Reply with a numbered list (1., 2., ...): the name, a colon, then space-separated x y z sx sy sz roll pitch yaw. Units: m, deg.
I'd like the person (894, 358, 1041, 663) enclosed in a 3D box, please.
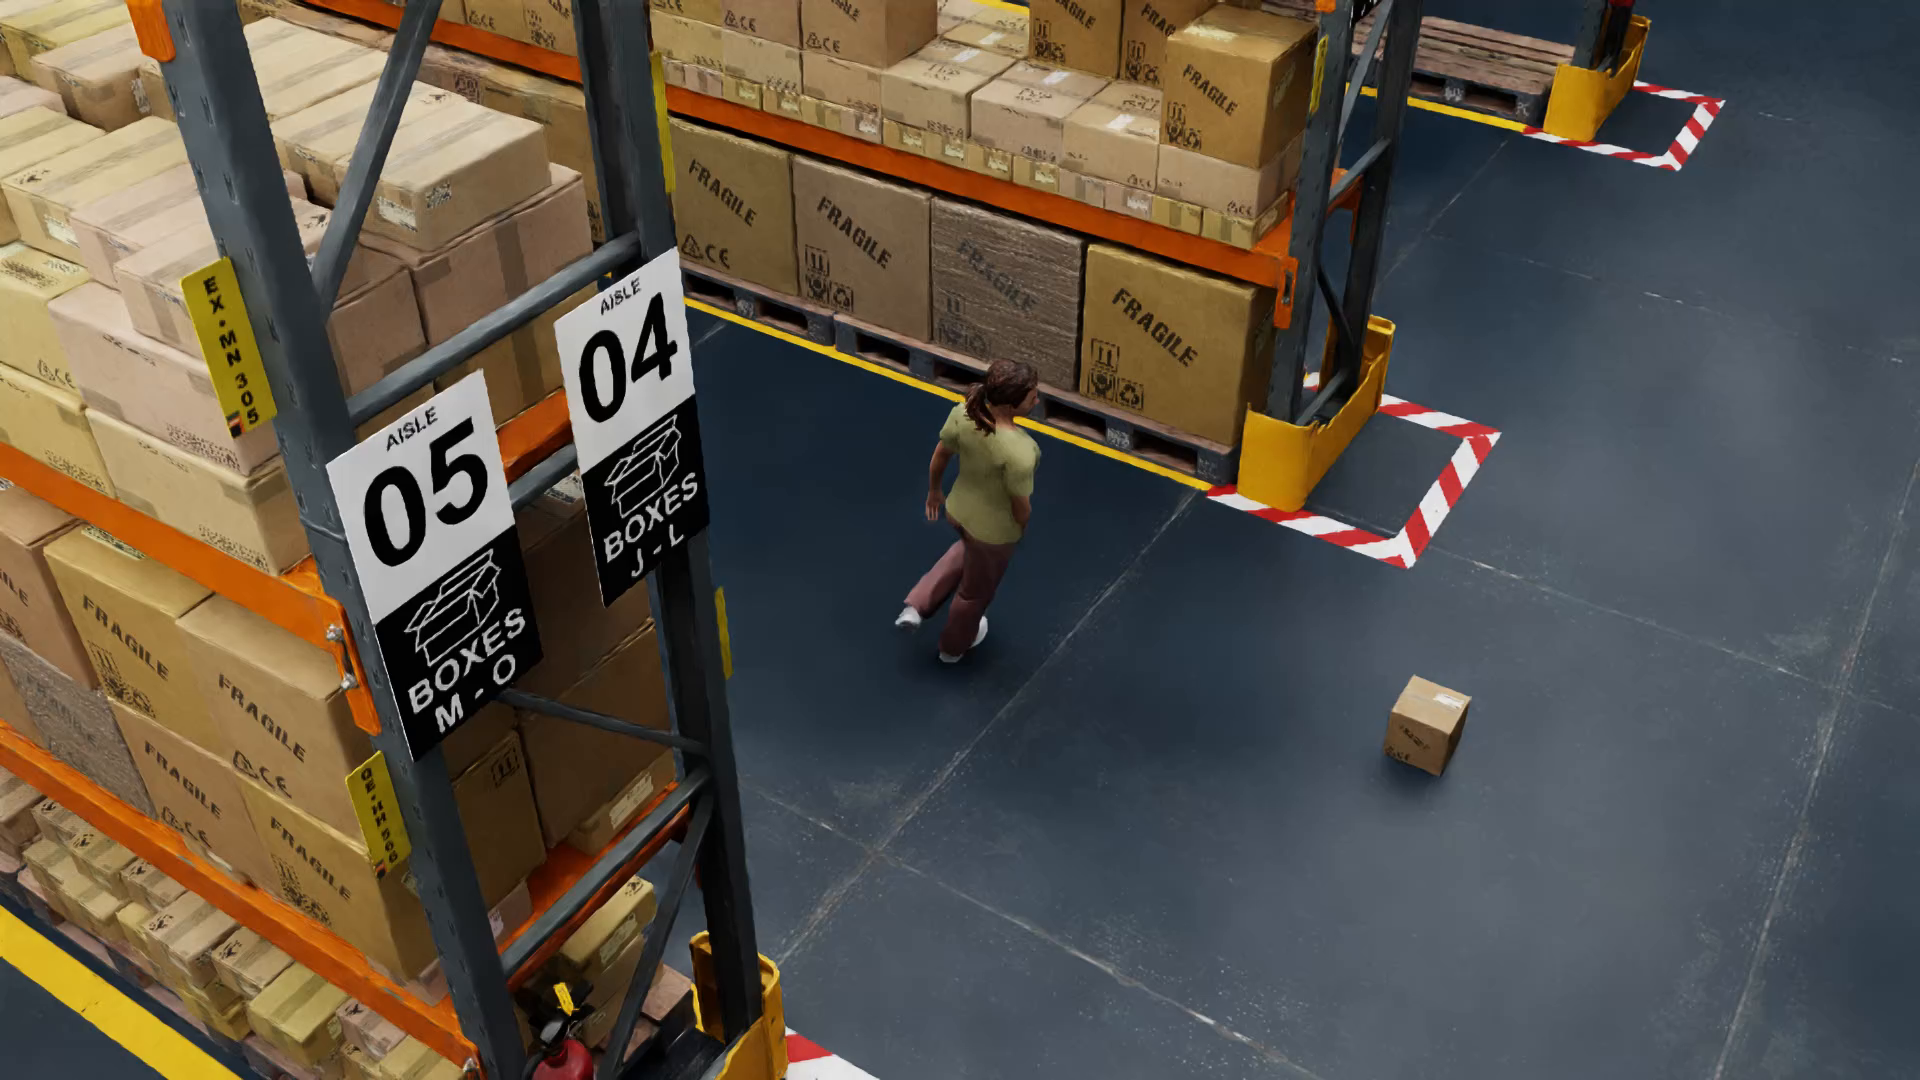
1. person: 0.054 -0.098 6.805 0.501 1.644 0.658 -28 47 -31
